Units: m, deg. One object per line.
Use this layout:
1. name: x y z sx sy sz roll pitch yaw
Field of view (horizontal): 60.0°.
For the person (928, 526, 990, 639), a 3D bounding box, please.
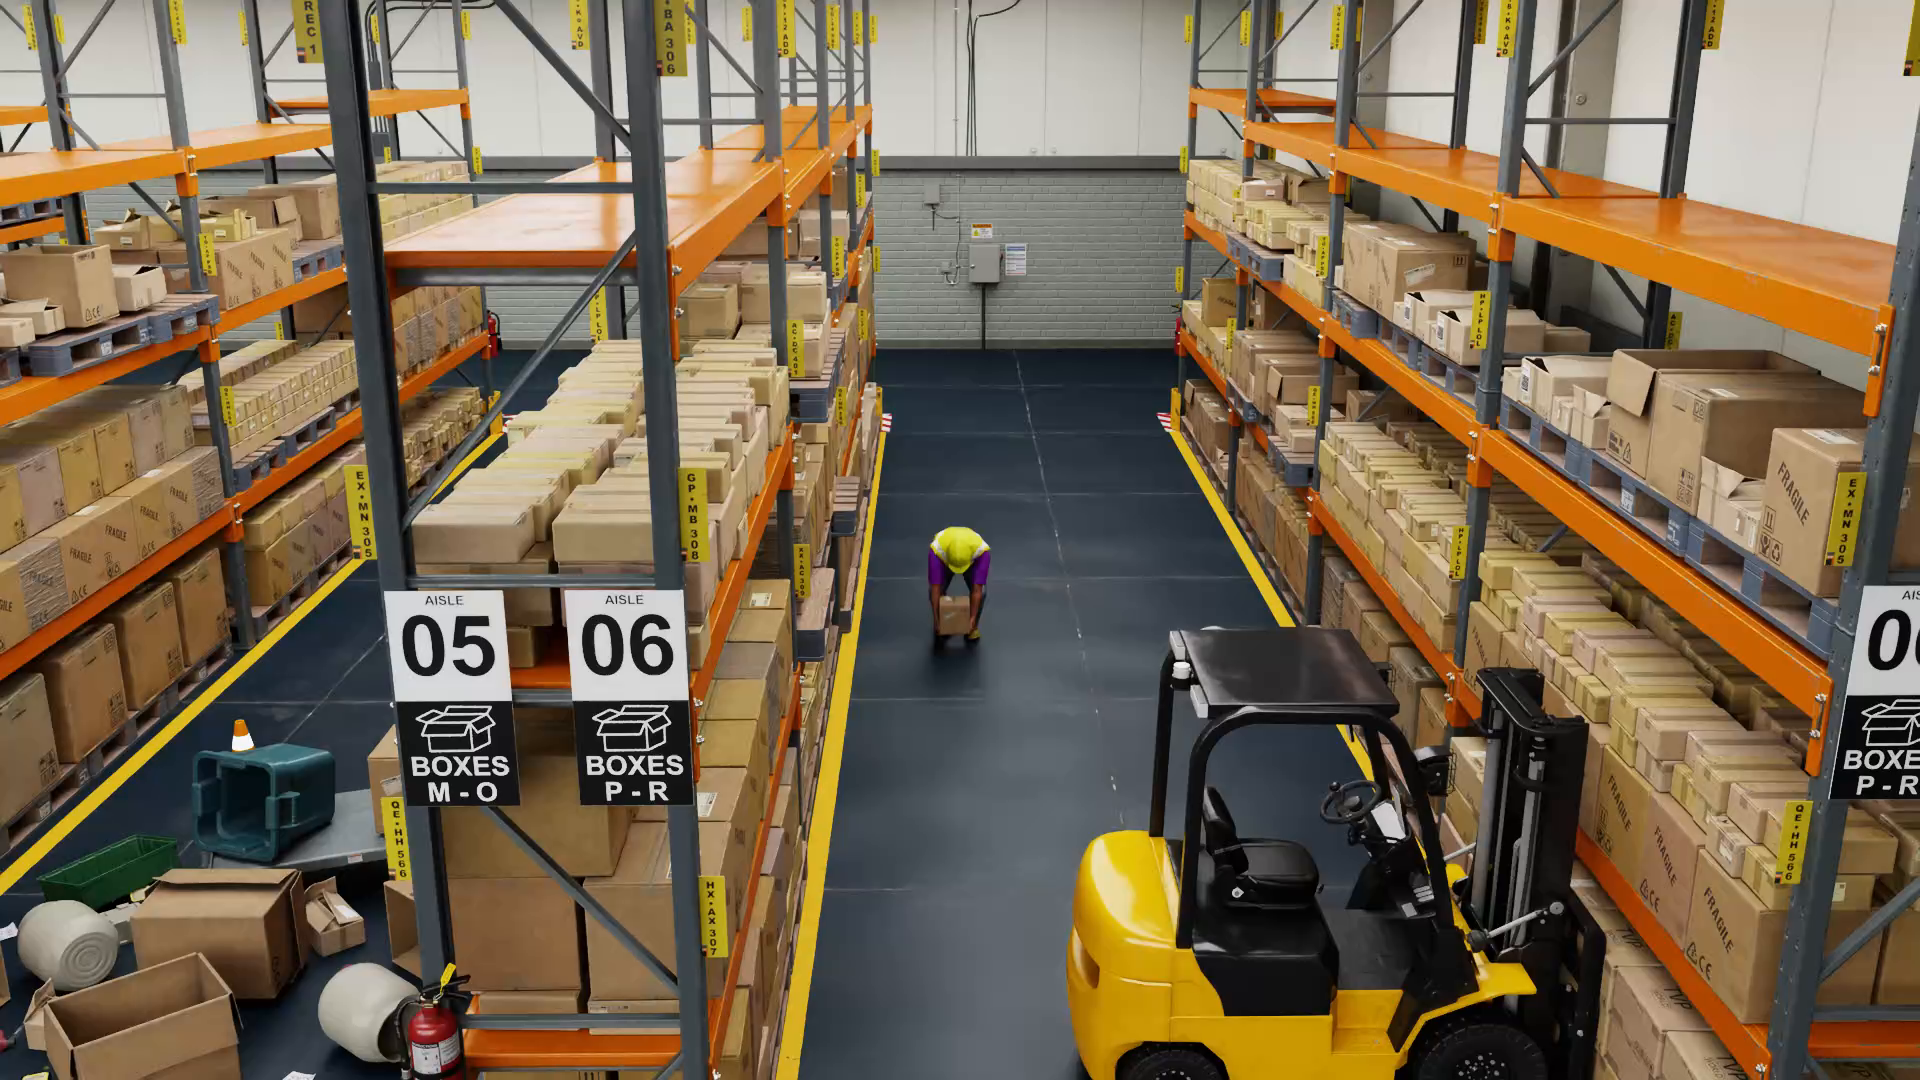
1. person: -0.004 0.369 14.070 0.524 1.022 0.962 1 17 2
